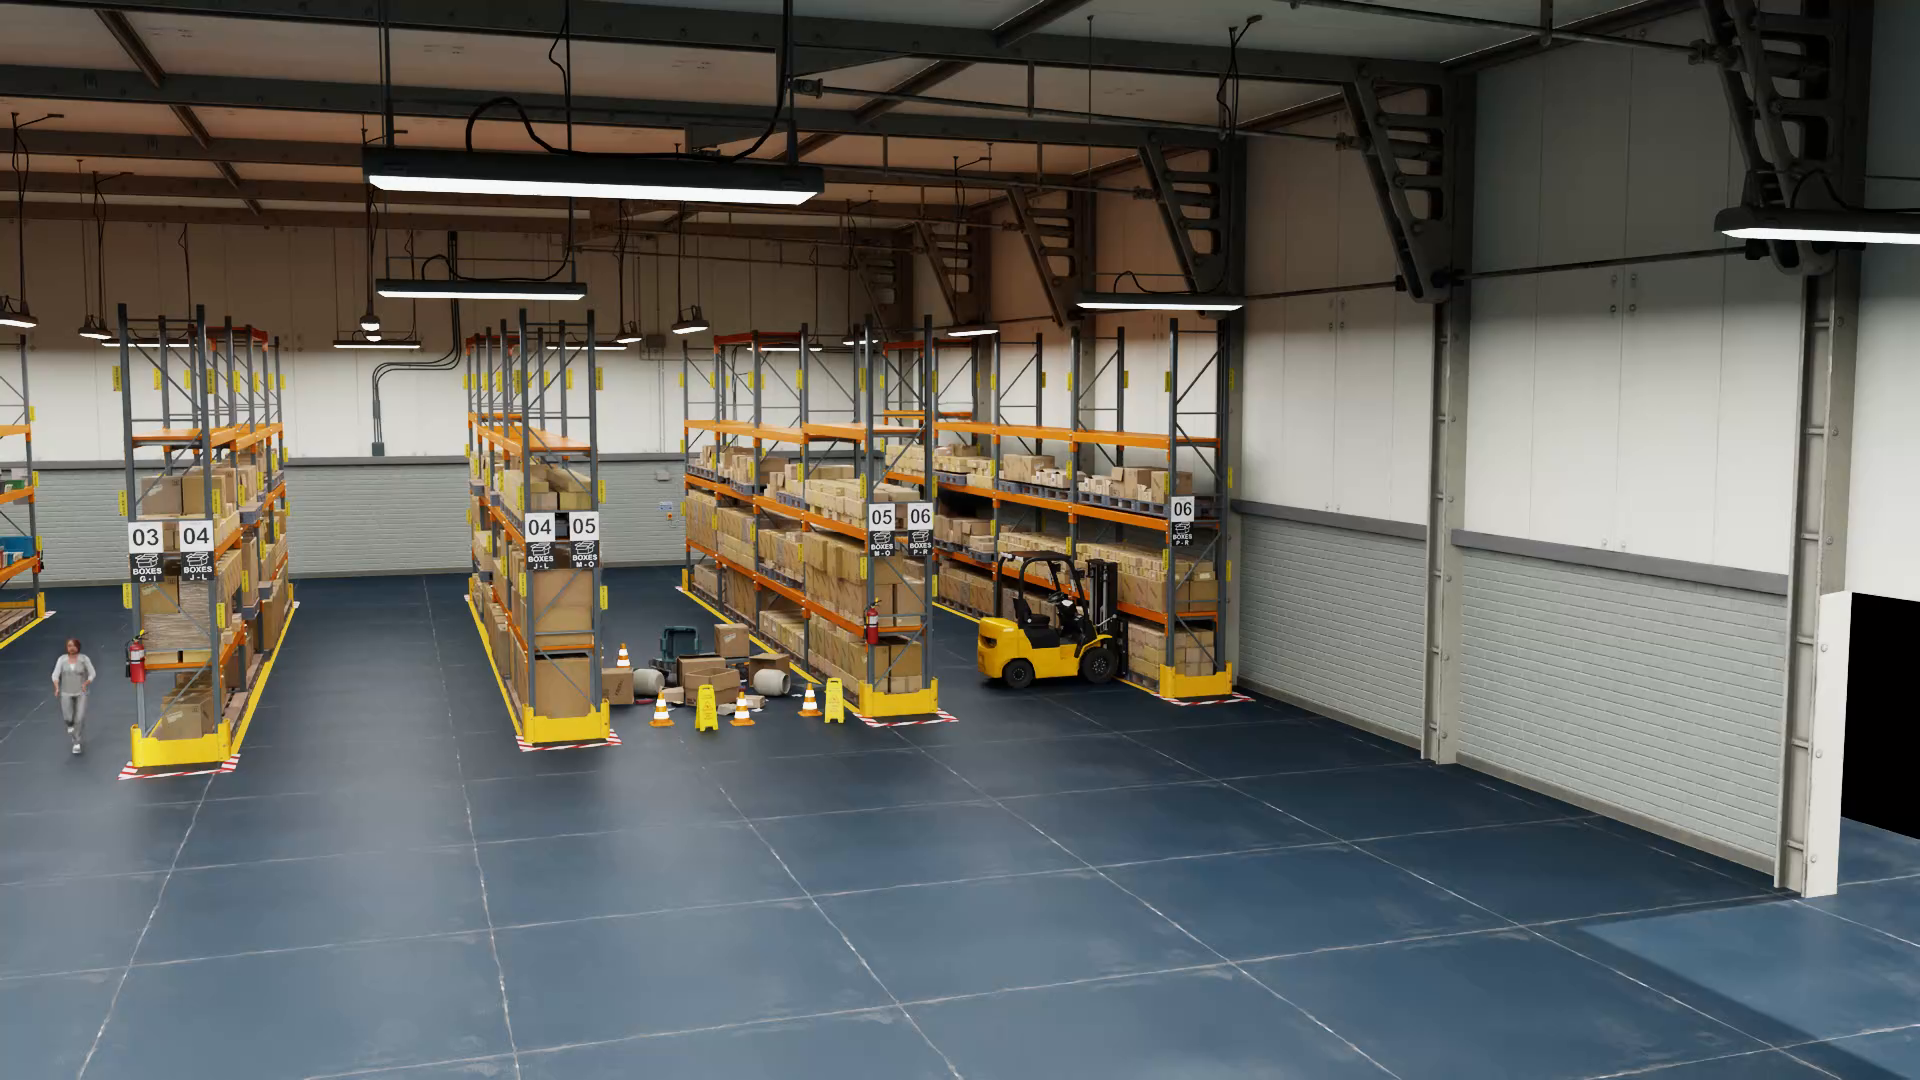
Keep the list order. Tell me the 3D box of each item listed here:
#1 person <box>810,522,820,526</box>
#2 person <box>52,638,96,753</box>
[{"bbox_3d":[-3.512,0.170,38.795,0.686,1.735,0.534,-3,6,-28],"label":"person"},{"bbox_3d":[-12.016,2.099,22.574,0.538,1.557,0.548,-3,6,-25],"label":"person"}]
